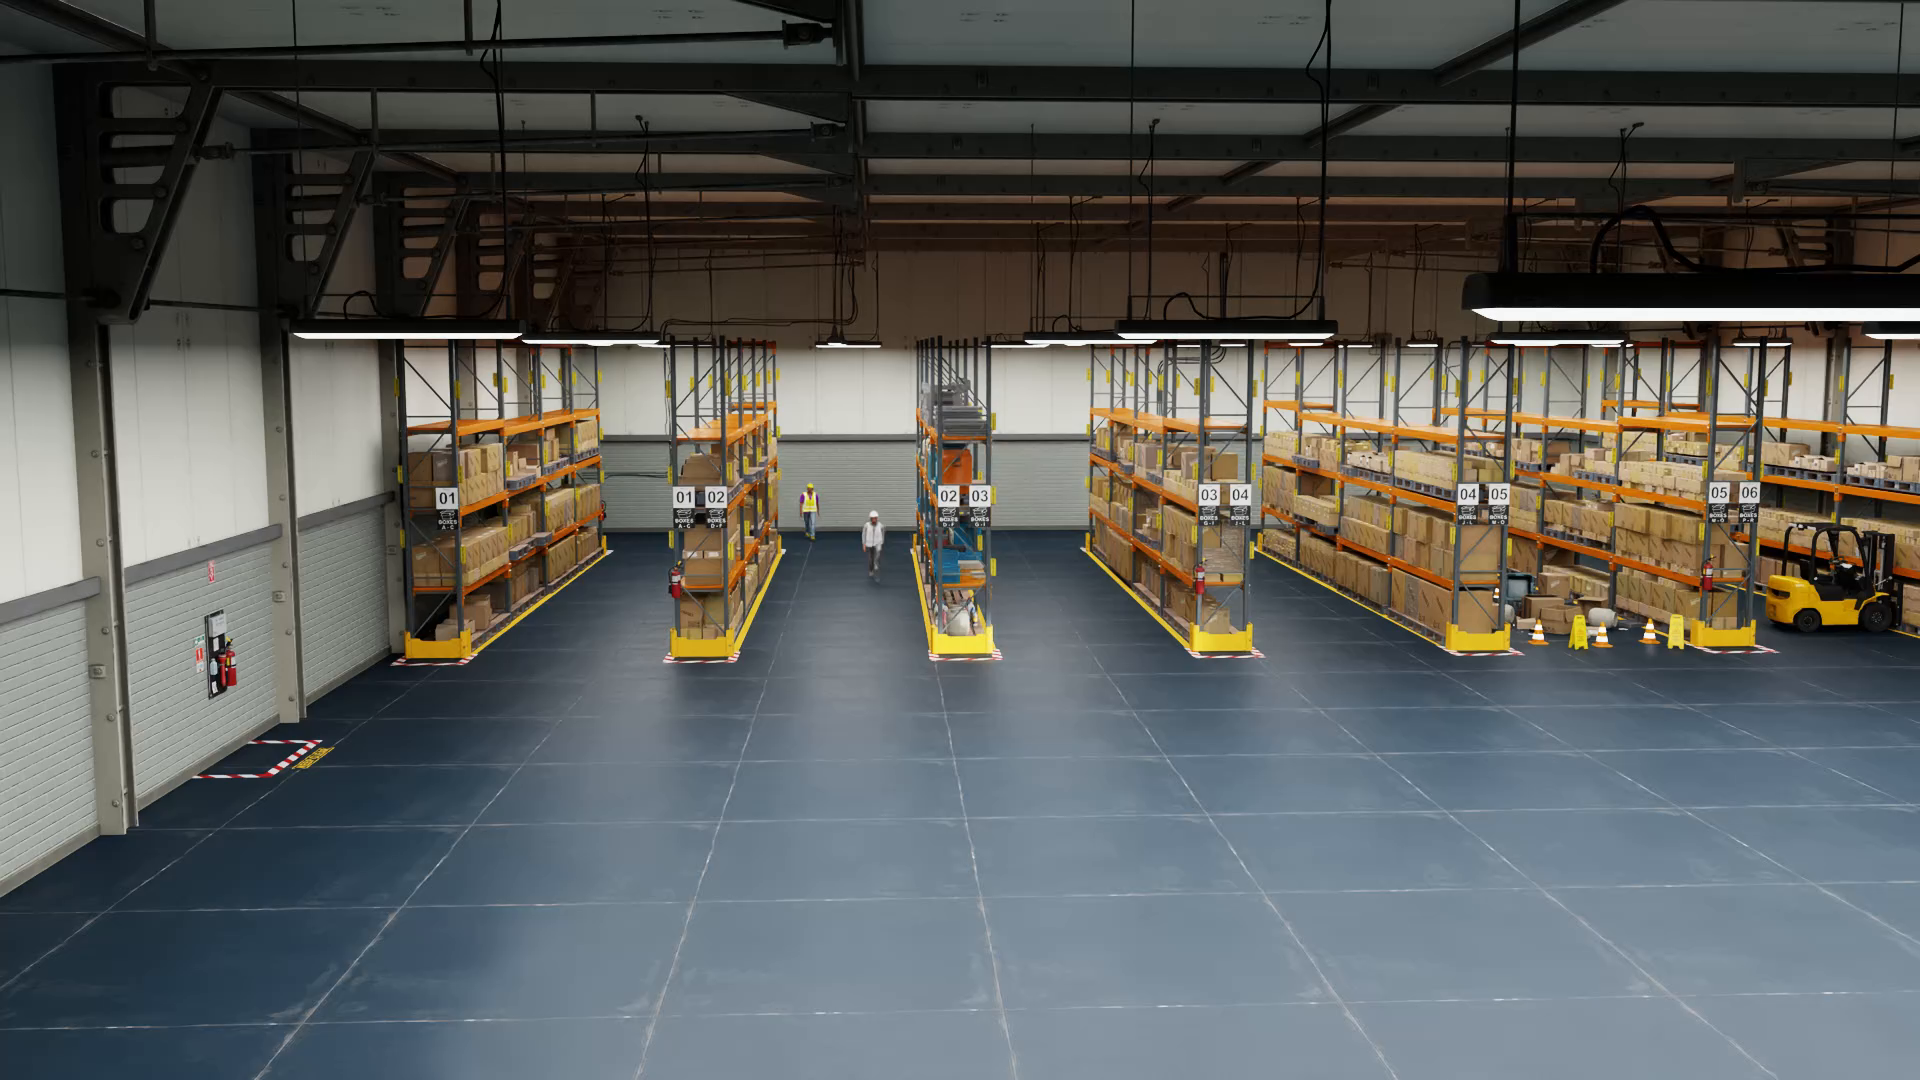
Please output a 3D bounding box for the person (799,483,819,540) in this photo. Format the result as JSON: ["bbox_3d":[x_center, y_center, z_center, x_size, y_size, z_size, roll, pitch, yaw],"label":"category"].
[{"bbox_3d":[-4.572,-0.864,50.479,0.605,1.711,1.093,-1,7,-6],"label":"person"}]

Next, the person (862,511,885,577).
[{"bbox_3d":[-2.172,0.117,41.600,0.558,1.693,1.073,0,6,0],"label":"person"}]

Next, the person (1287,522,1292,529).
[{"bbox_3d":[9.942,-0.716,49.242,0.574,1.659,0.493,-2,7,-17],"label":"person"}]
